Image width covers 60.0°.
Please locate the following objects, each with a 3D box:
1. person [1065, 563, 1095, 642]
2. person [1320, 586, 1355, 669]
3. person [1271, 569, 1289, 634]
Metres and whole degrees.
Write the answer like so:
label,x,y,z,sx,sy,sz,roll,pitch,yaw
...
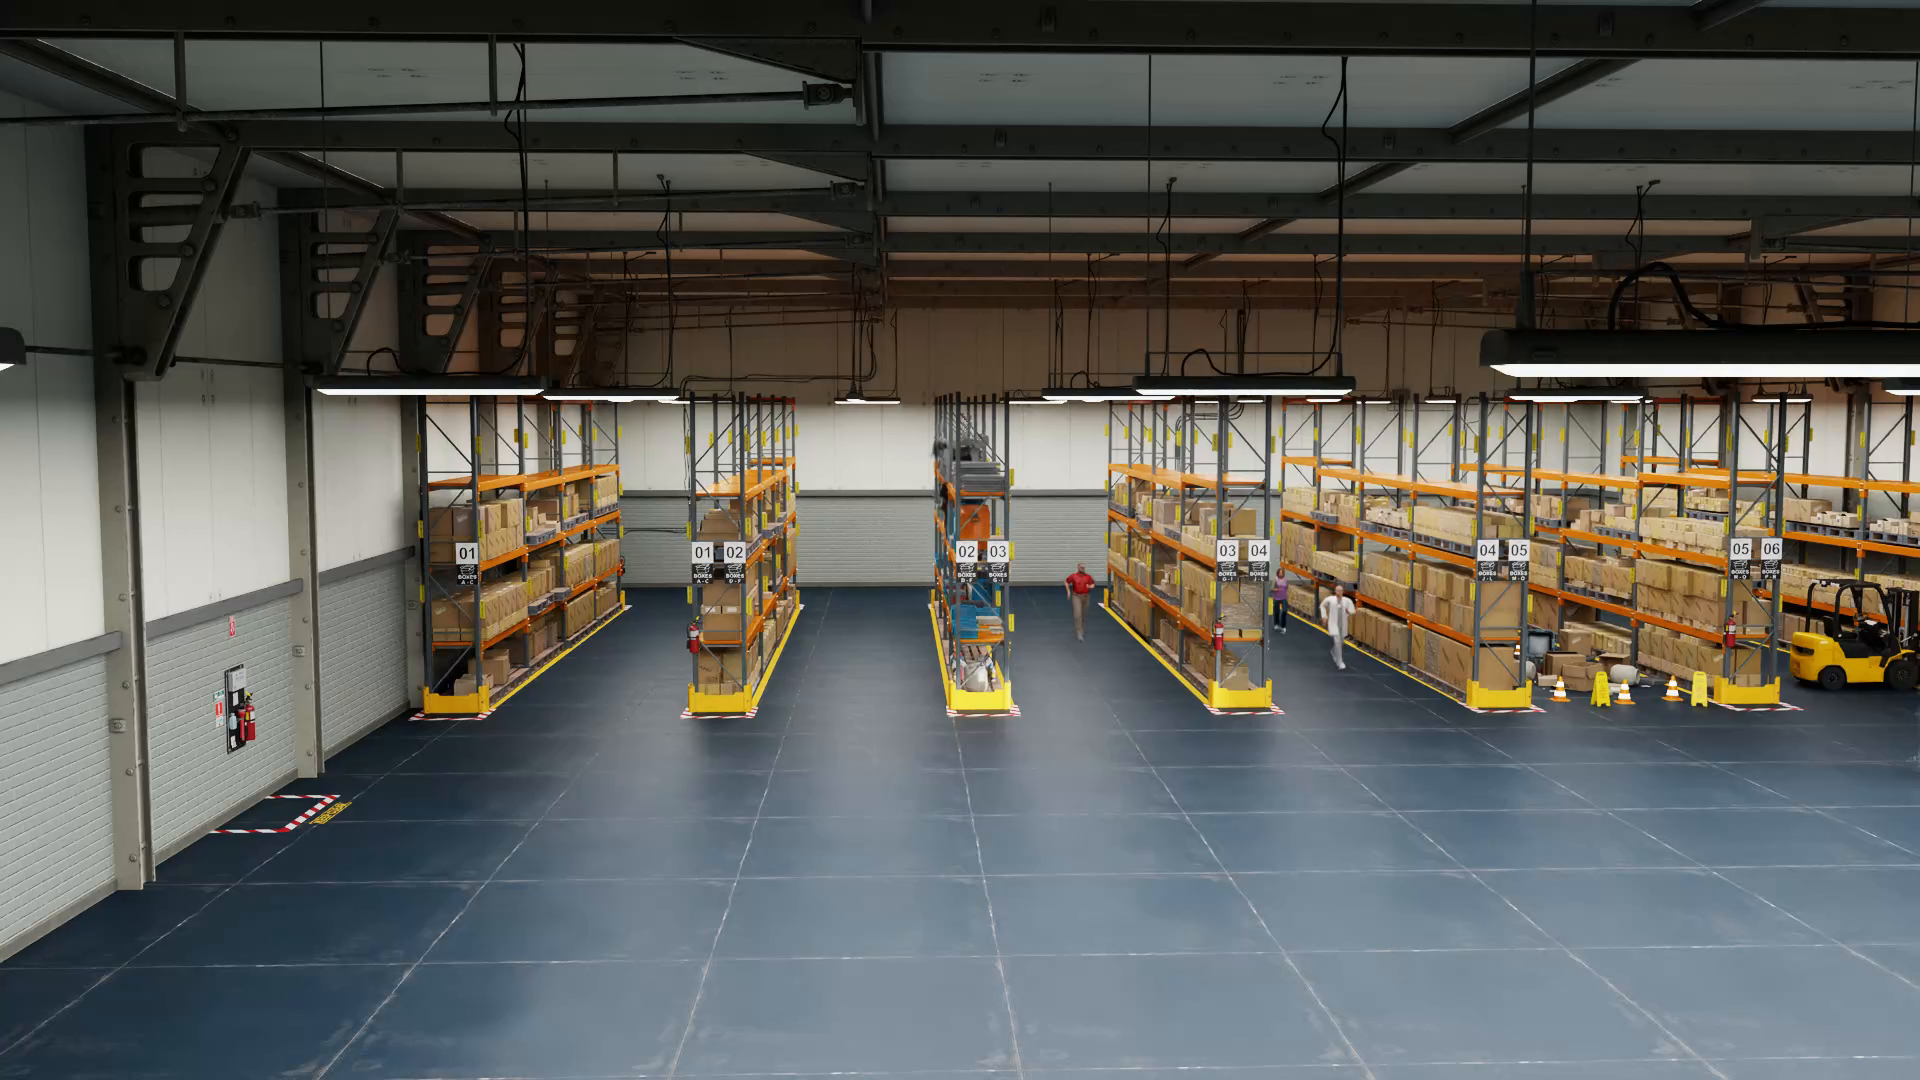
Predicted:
label,x,y,z,sx,sy,sz,roll,pitch,yaw
person,2.847,1.443,39.096,0.640,1.809,0.769,-1,5,-16
person,8.299,1.885,36.498,0.699,1.755,1.064,0,5,-5
person,8.112,1.543,42.143,0.517,1.617,0.702,0,5,-1
